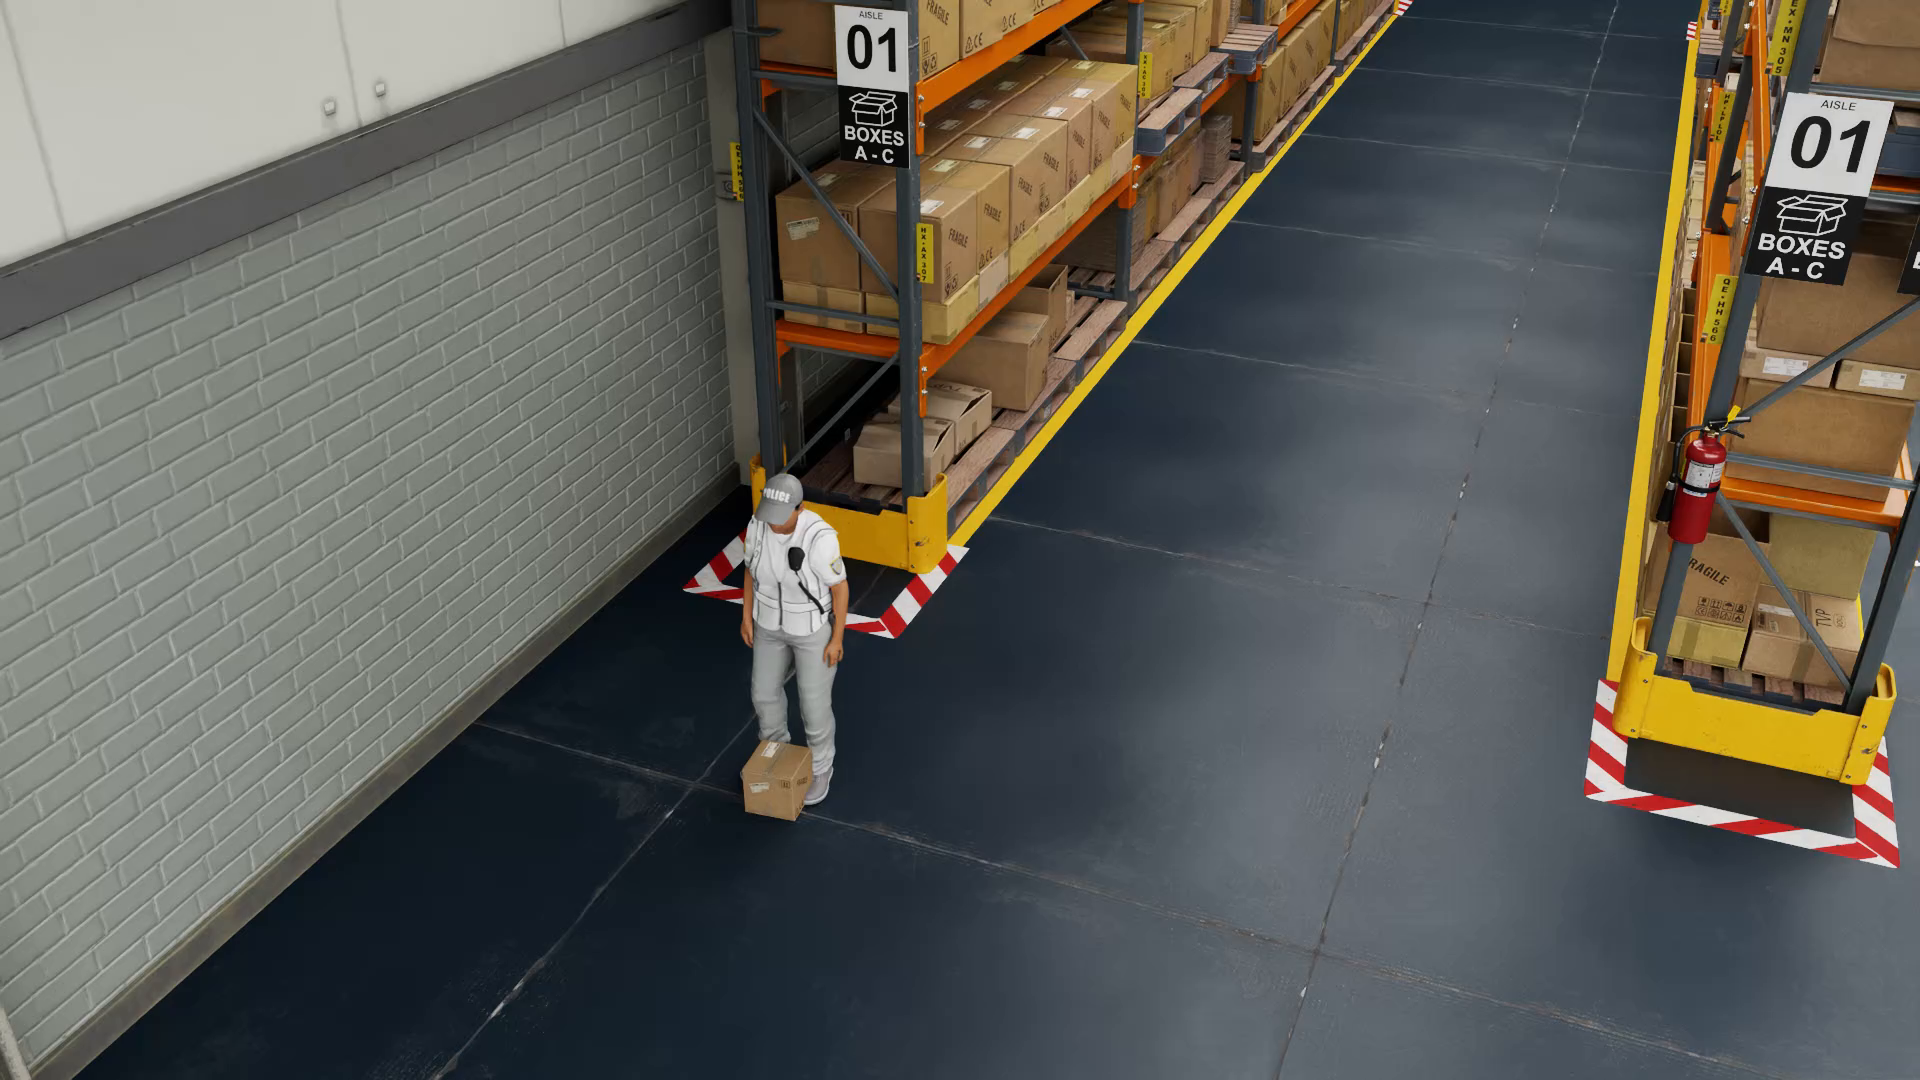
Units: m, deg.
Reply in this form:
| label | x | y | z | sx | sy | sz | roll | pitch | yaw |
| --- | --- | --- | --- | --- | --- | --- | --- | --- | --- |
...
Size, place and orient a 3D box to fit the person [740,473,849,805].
| label | x | y | z | sx | sy | sz | roll | pitch | yaw |
| --- | --- | --- | --- | --- | --- | --- | --- | --- | --- |
| person | -0.774 | 0.415 | 7.659 | 0.540 | 1.667 | 0.467 | 12 | 32 | 19 |
